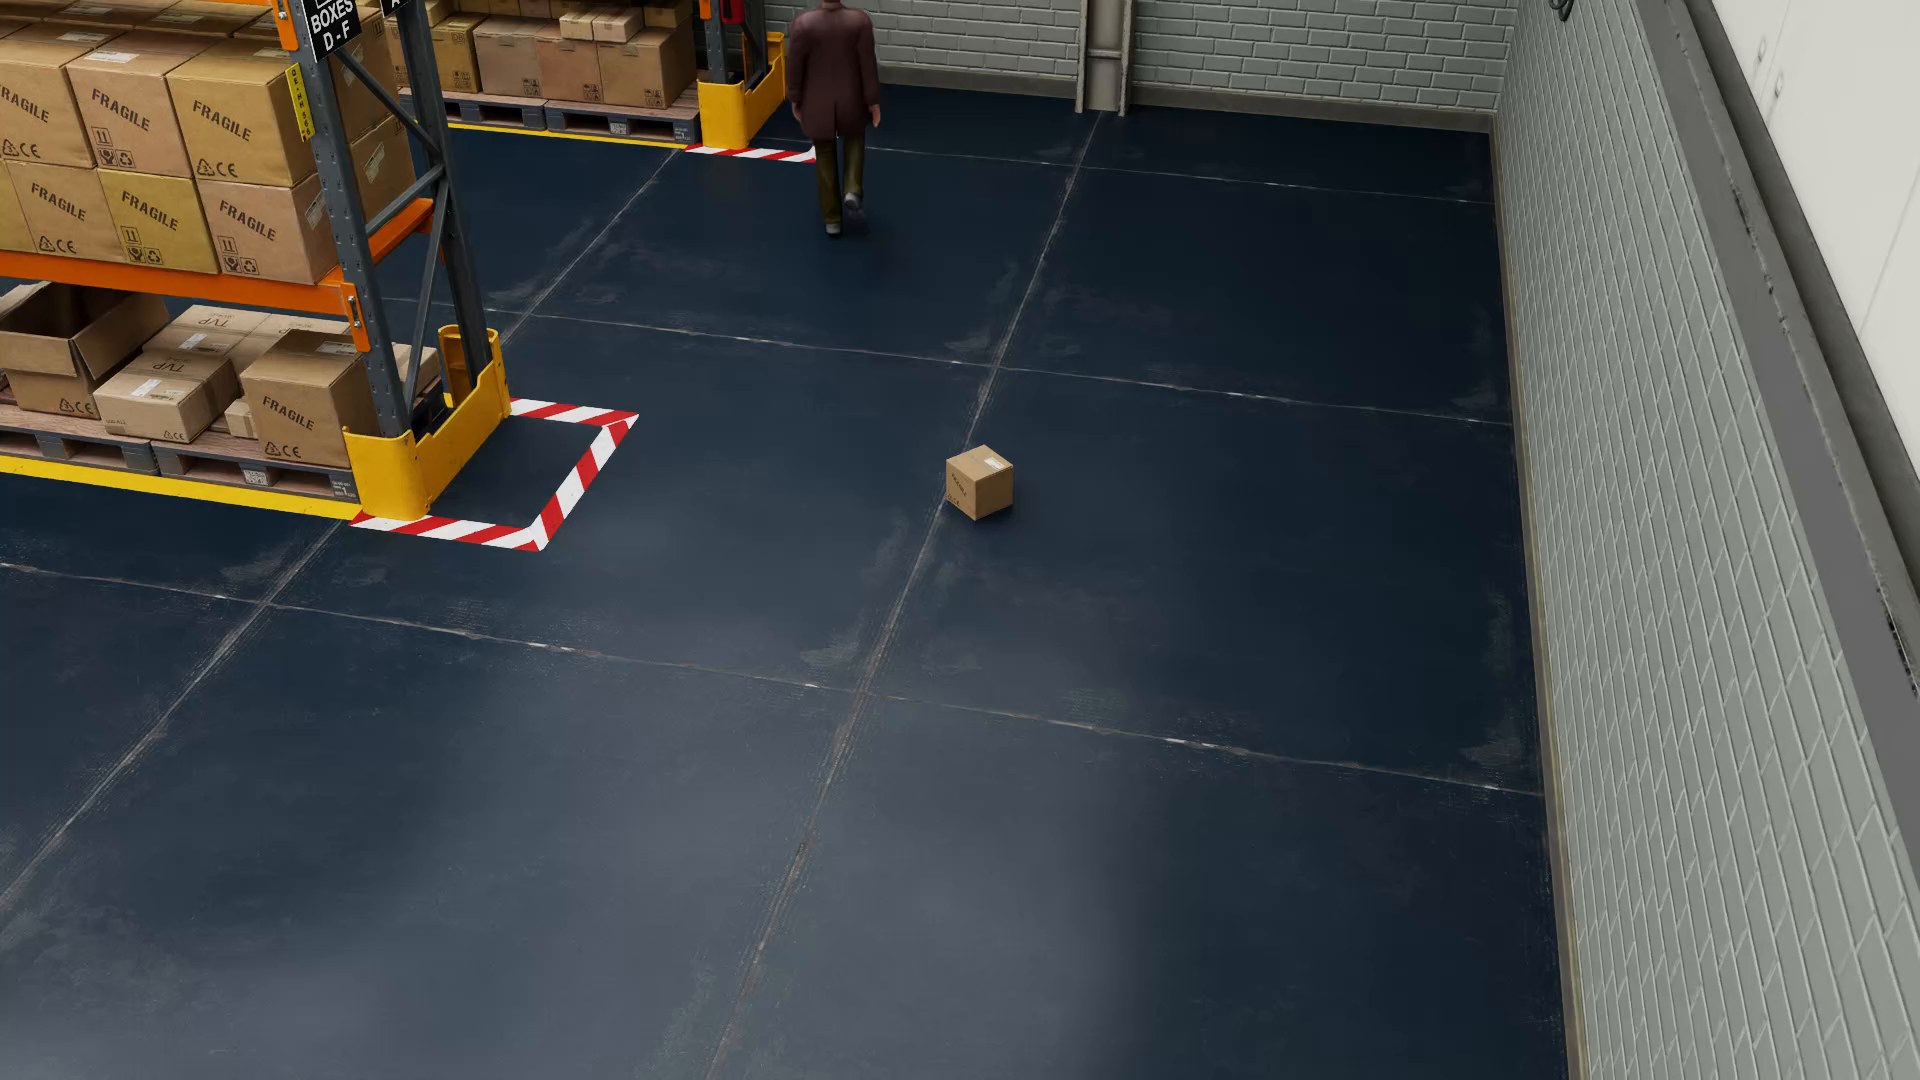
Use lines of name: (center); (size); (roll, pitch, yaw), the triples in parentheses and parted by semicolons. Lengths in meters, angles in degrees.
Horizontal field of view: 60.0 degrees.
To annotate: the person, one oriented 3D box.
person: (-0.832, -2.903, 10.937); (0.610, 1.797, 0.481); (-6, 36, -8)
